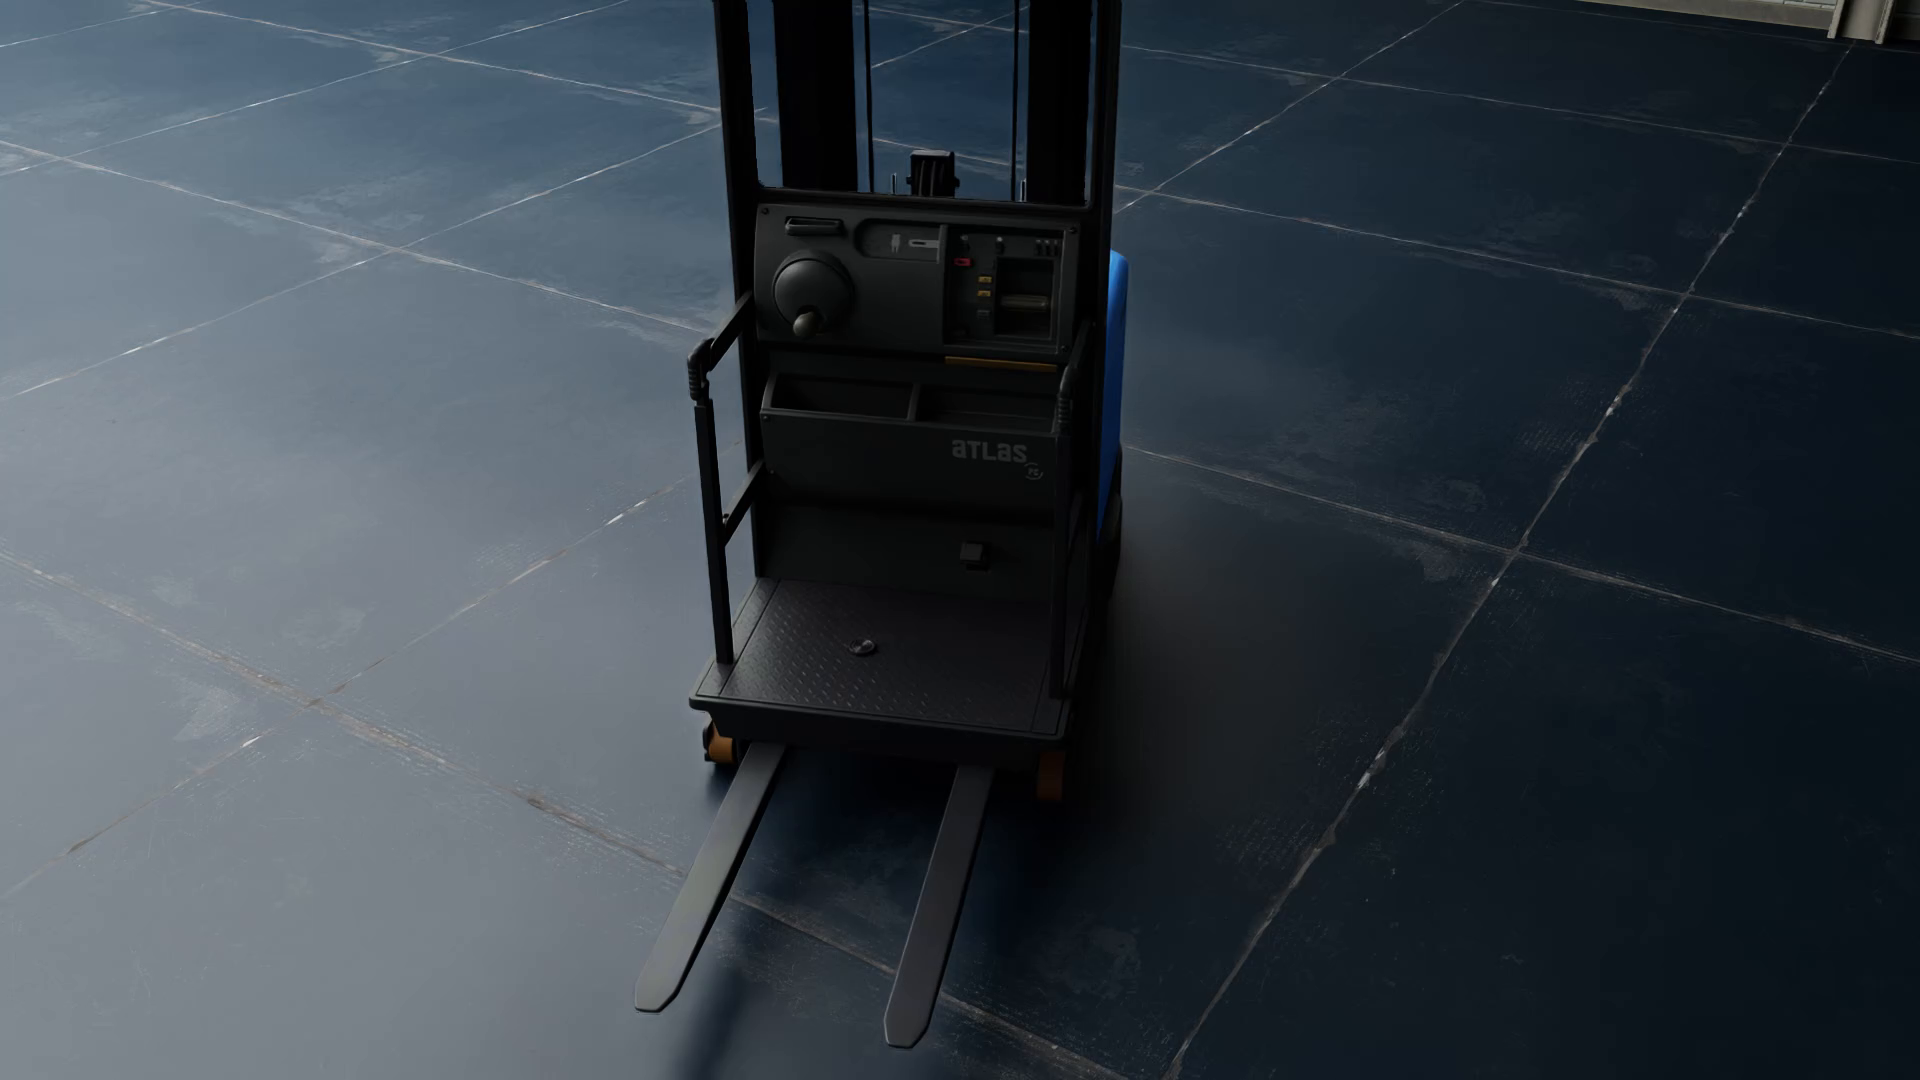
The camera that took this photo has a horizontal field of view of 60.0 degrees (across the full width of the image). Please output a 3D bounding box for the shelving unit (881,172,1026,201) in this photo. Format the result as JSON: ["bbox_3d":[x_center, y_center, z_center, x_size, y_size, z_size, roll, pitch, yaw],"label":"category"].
[{"bbox_3d":[-0.022,-0.778,6.394,0.503,1.200,0.258,5,31,9],"label":"shelving unit"}]

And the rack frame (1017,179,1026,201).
[{"bbox_3d":[0.218,-0.757,6.357,0.015,1.200,0.240,5,31,9],"label":"rack frame"}]

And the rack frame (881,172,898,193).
[{"bbox_3d":[-0.262,-0.800,6.430,0.015,1.200,0.240,5,31,9],"label":"rack frame"}]

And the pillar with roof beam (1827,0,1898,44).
[{"bbox_3d":[4.723,-5.981,7.572,0.400,9.000,9.100,18,35,27],"label":"pillar with roof beam"}]

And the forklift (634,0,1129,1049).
[{"bbox_3d":[-0.164,-0.689,4.523,1.130,2.935,3.031,5,31,9],"label":"forklift"}]
